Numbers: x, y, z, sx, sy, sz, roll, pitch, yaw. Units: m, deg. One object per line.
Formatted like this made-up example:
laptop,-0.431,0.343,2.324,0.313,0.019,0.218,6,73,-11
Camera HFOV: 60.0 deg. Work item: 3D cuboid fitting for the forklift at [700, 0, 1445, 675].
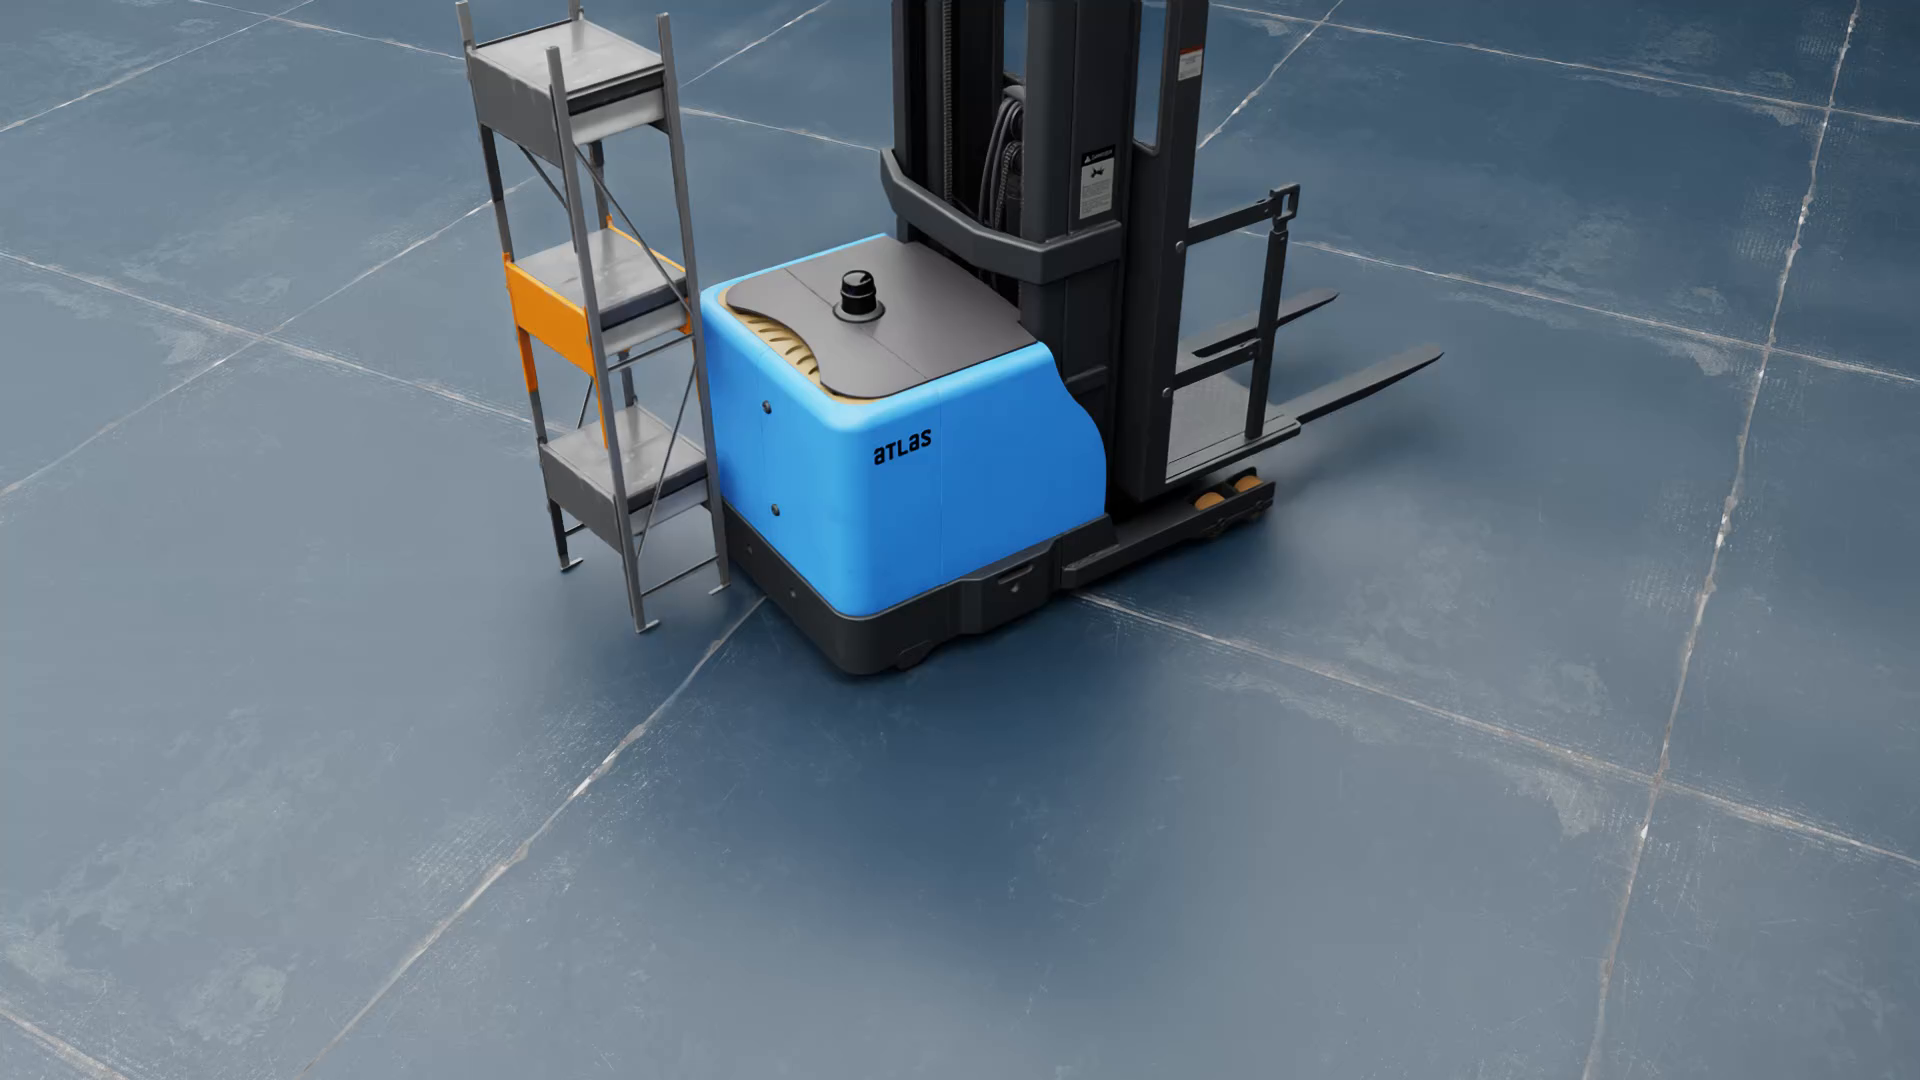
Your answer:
forklift,0.587,-1.419,5.695,3.031,2.935,1.130,-23,43,-27

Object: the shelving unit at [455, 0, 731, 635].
shelving unit,-1.150,-0.698,5.432,0.431,2.100,0.503,-29,46,-33

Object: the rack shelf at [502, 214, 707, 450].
rack shelf,-1.150,-0.687,5.441,0.431,0.518,0.480,-29,46,-33

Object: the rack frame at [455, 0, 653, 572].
rack frame,-1.316,-0.806,5.575,0.400,2.100,0.015,-29,46,-33

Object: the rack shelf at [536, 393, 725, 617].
rack shelf,-1.149,-0.130,5.864,0.431,0.518,0.480,-29,46,-33

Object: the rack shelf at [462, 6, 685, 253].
rack shelf,-1.150,-1.244,5.017,0.431,0.518,0.480,-29,46,-33

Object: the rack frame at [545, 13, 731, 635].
rack frame,-0.983,-0.590,5.290,0.400,2.100,0.015,-29,46,-33
